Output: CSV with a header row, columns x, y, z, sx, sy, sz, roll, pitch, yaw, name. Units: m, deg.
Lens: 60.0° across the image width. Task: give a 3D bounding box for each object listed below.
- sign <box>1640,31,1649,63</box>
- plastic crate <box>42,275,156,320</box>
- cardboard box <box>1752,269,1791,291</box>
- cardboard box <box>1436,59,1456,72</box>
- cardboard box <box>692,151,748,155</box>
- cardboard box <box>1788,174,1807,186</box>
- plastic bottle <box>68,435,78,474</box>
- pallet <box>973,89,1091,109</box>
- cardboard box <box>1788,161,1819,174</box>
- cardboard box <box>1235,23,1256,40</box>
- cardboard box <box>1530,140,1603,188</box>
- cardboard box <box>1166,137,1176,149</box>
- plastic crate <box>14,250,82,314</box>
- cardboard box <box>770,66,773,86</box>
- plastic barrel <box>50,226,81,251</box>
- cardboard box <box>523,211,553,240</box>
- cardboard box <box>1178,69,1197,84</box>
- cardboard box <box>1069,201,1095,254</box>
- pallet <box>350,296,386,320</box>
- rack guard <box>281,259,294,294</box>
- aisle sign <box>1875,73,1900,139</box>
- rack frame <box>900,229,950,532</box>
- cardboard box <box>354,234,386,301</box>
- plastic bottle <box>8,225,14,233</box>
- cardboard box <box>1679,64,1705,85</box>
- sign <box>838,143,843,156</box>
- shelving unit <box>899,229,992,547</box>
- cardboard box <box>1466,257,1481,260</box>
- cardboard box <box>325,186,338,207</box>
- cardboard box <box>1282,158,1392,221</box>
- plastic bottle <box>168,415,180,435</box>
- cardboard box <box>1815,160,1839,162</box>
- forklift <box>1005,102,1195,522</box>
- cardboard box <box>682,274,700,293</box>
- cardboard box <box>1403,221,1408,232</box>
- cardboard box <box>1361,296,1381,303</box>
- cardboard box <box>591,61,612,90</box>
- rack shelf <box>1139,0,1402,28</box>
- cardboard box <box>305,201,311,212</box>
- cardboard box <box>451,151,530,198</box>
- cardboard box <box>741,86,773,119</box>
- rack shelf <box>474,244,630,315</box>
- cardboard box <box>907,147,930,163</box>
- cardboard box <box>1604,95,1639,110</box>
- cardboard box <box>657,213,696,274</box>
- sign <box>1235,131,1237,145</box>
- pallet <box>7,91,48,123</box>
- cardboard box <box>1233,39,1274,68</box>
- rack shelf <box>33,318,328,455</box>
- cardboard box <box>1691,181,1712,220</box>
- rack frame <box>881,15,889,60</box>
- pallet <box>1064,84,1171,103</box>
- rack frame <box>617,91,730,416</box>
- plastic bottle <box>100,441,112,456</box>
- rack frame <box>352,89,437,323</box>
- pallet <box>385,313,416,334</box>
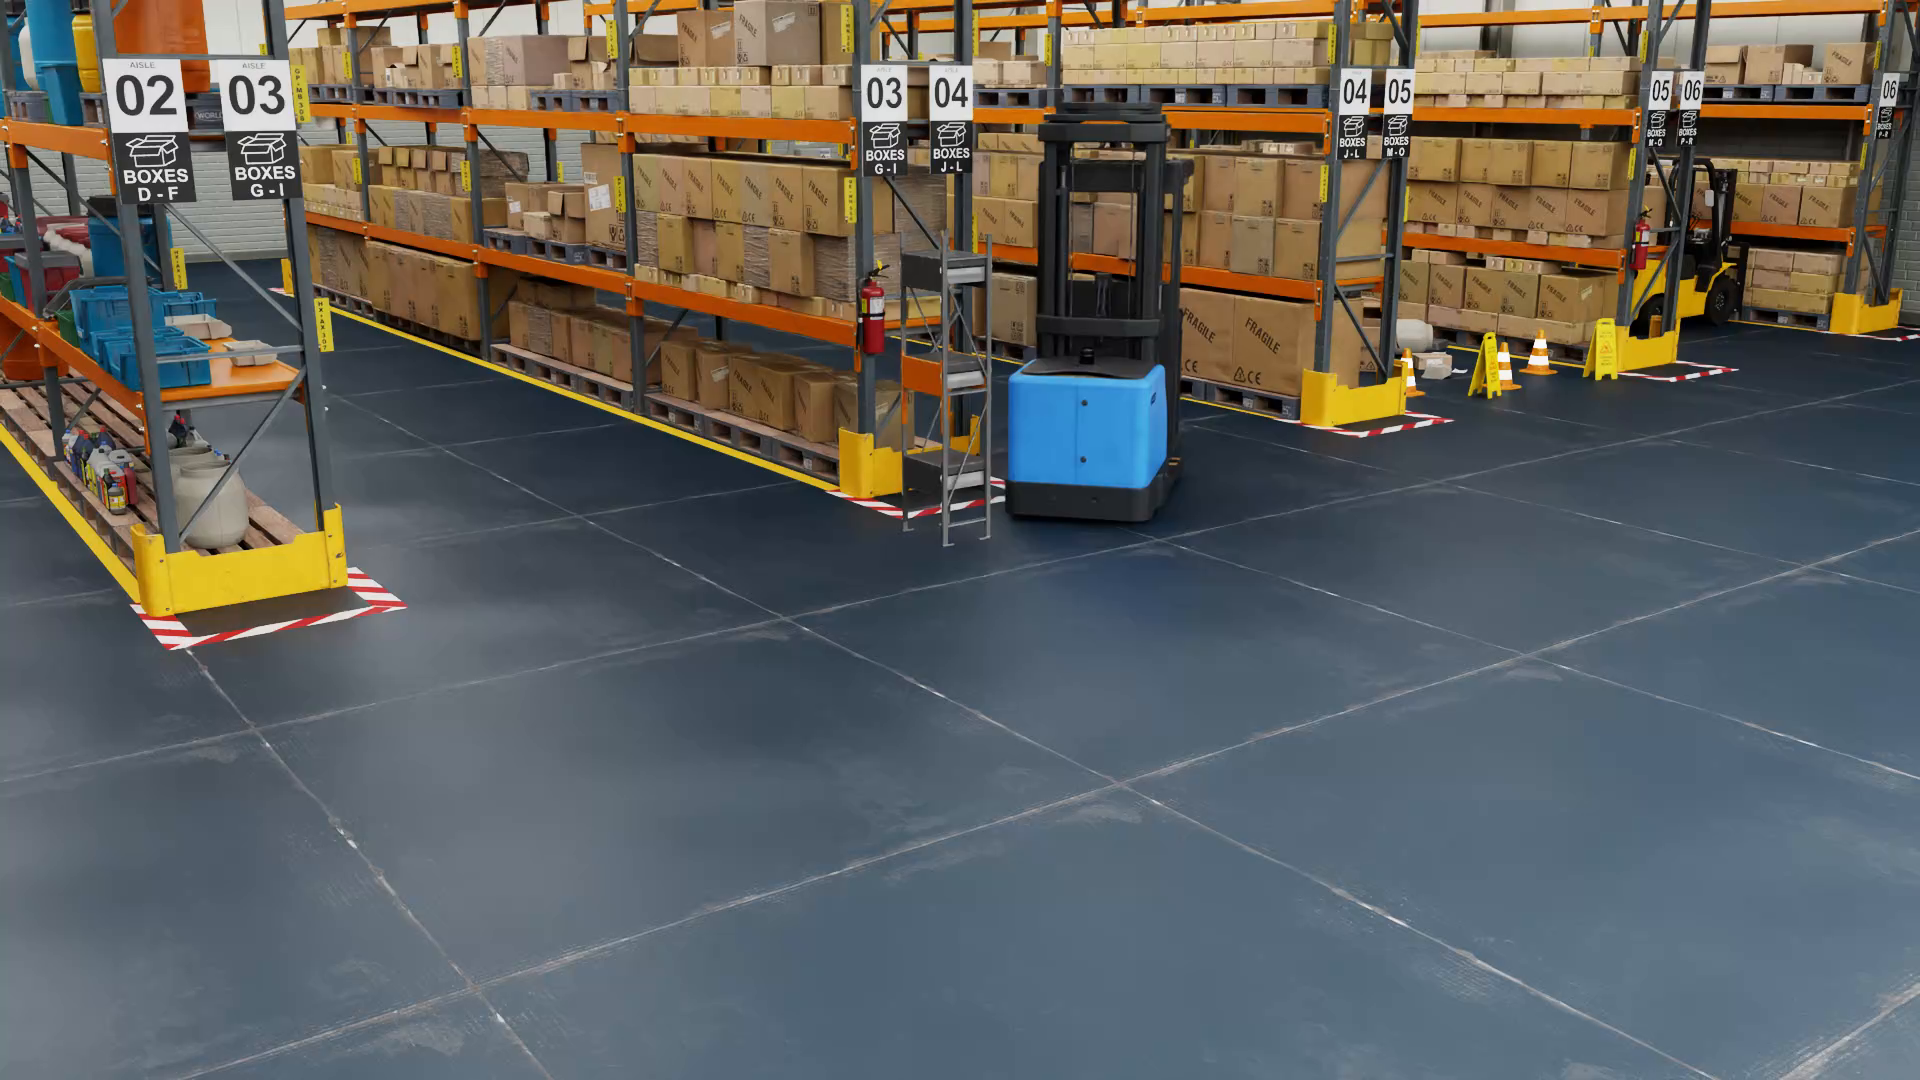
x,y,z,sx,sy,sz,roll,pitch,yaw,name
7.212,-5.198,17.528,0.100,0.325,0.005,-11,19,-35,sign
-6.497,-1.792,12.560,0.767,0.338,0.504,-11,19,-35,plastic crate
10.860,-3.459,22.000,0.500,0.250,0.500,-11,19,-35,cardboard box
5.886,-5.639,19.780,0.380,0.149,0.250,-12,19,-36,cardboard box
-2.208,-3.343,15.461,0.500,0.500,0.500,-11,19,-35,cardboard box
10.977,-4.684,21.591,0.380,0.149,0.250,-10,18,-34,cardboard box
-6.657,-0.651,12.600,0.152,0.276,0.135,-10,18,-33,plastic bottle
0.797,-5.013,18.891,0.805,0.209,1.217,-12,19,-37,pallet
10.958,-4.826,21.544,0.380,0.149,0.250,-10,18,-33,cardboard box
2.805,-4.760,15.585,0.380,0.149,0.250,-10,18,-34,cardboard box
6.904,-4.265,18.830,0.700,0.500,0.500,-11,19,-34,cardboard box
2.876,-5.789,24.960,0.500,0.500,0.500,-12,19,-36,cardboard box
-7.234,-2.040,13.228,0.402,0.464,0.583,-11,19,-35,plastic crate
-1.279,-3.683,13.198,0.380,0.149,0.250,-11,19,-34,cardboard box
-8.028,-2.585,15.128,0.421,0.512,0.421,0,15,0,plastic barrel
-4.248,-3.313,17.488,0.500,0.250,0.500,-12,19,-36,cardboard box
2.362,-4.537,16.280,0.380,0.149,0.250,-11,19,-34,cardboard box
1.603,-3.466,18.274,0.875,0.550,0.550,-11,19,-35,cardboard box
-7.783,-3.260,23.088,1.003,0.211,1.213,-11,19,-35,pallet
-9.765,-4.084,25.552,1.175,0.500,0.348,-11,19,-35,rack guard
11.486,-5.372,20.597,0.394,0.787,0.004,-11,19,-35,aisle sign
-0.241,-1.100,11.618,0.400,2.100,0.015,-11,19,-35,rack frame
-7.723,-3.762,22.868,0.875,0.875,0.875,-11,19,-35,cardboard box
-10.412,-3.328,18.298,0.097,0.271,0.097,0,15,0,plastic bottle
9.960,-6.301,22.502,0.396,0.266,0.258,-11,19,-36,cardboard box
-2.188,-7.194,30.388,0.100,0.325,0.005,-11,19,-35,sign
-0.097,-1.048,11.428,0.431,2.100,0.503,-11,19,-35,shelving unit
6.186,-3.306,20.964,0.500,0.500,0.500,-10,18,-34,cardboard box
-8.478,-4.774,23.059,0.500,0.250,0.500,-10,18,-33,cardboard box
3.541,-3.295,15.603,0.875,0.550,0.550,-11,19,-35,cardboard box
-6.090,-0.795,12.985,0.144,0.351,0.185,-11,19,-36,plastic bottle
11.367,-4.902,21.824,0.380,0.149,0.250,-10,18,-33,cardboard box
1.191,-1.888,12.923,1.130,2.935,3.031,4,16,14,forklift
-2.238,-2.292,14.746,0.380,0.149,0.250,-11,19,-35,cardboard box
5.618,-3.925,20.709,0.380,0.149,0.250,-11,19,-35,cardboard box
5.449,-2.969,21.155,0.500,0.250,0.500,-12,19,-37,cardboard box
-3.329,-4.492,16.084,0.396,0.266,0.258,-10,18,-33,cardboard box
4.145,-7.041,22.377,1.077,0.370,4.000,-11,19,-35,rack shelf
-9.204,-4.818,23.972,0.380,0.149,0.250,-11,19,-36,cardboard box
-5.464,-4.267,19.396,0.797,0.503,0.637,-10,18,-33,cardboard box
-1.423,-3.523,13.368,0.500,0.250,0.500,-10,18,-33,cardboard box
-3.871,-2.803,17.496,1.077,0.370,4.000,-11,19,-35,rack shelf
-0.422,-4.650,20.801,0.700,0.500,0.500,-11,19,-35,cardboard box
7.236,-4.765,18.097,0.380,0.149,0.250,-11,19,-34,cardboard box
-2.215,-2.696,14.992,0.875,0.500,0.500,-11,19,-35,cardboard box
5.076,-7.386,30.685,0.100,0.325,0.005,-11,19,-35,sign
-6.199,-3.170,12.153,1.213,0.211,1.003,-11,19,-35,pallet
2.921,-4.553,15.584,0.500,0.250,0.500,-11,19,-34,cardboard box
-5.526,-1.180,11.567,1.077,0.370,4.000,-11,19,-35,rack shelf
10.280,-4.618,22.576,0.500,0.500,0.500,-11,19,-34,cardboard box
-1.735,-9.717,30.031,1.000,3.000,0.127,-11,19,-35,rack frame
1.849,-4.698,17.546,1.003,0.211,1.213,-11,19,-35,pallet
-2.696,-2.722,15.841,1.000,3.000,0.127,-11,19,-35,rack frame
-6.380,-0.601,12.424,0.097,0.271,0.097,0,15,0,plastic bottle
-7.399,-4.431,22.082,1.000,3.000,0.127,-11,19,-35,rack frame
-6.885,-2.933,21.891,1.003,0.211,1.213,-11,19,-35,pallet
